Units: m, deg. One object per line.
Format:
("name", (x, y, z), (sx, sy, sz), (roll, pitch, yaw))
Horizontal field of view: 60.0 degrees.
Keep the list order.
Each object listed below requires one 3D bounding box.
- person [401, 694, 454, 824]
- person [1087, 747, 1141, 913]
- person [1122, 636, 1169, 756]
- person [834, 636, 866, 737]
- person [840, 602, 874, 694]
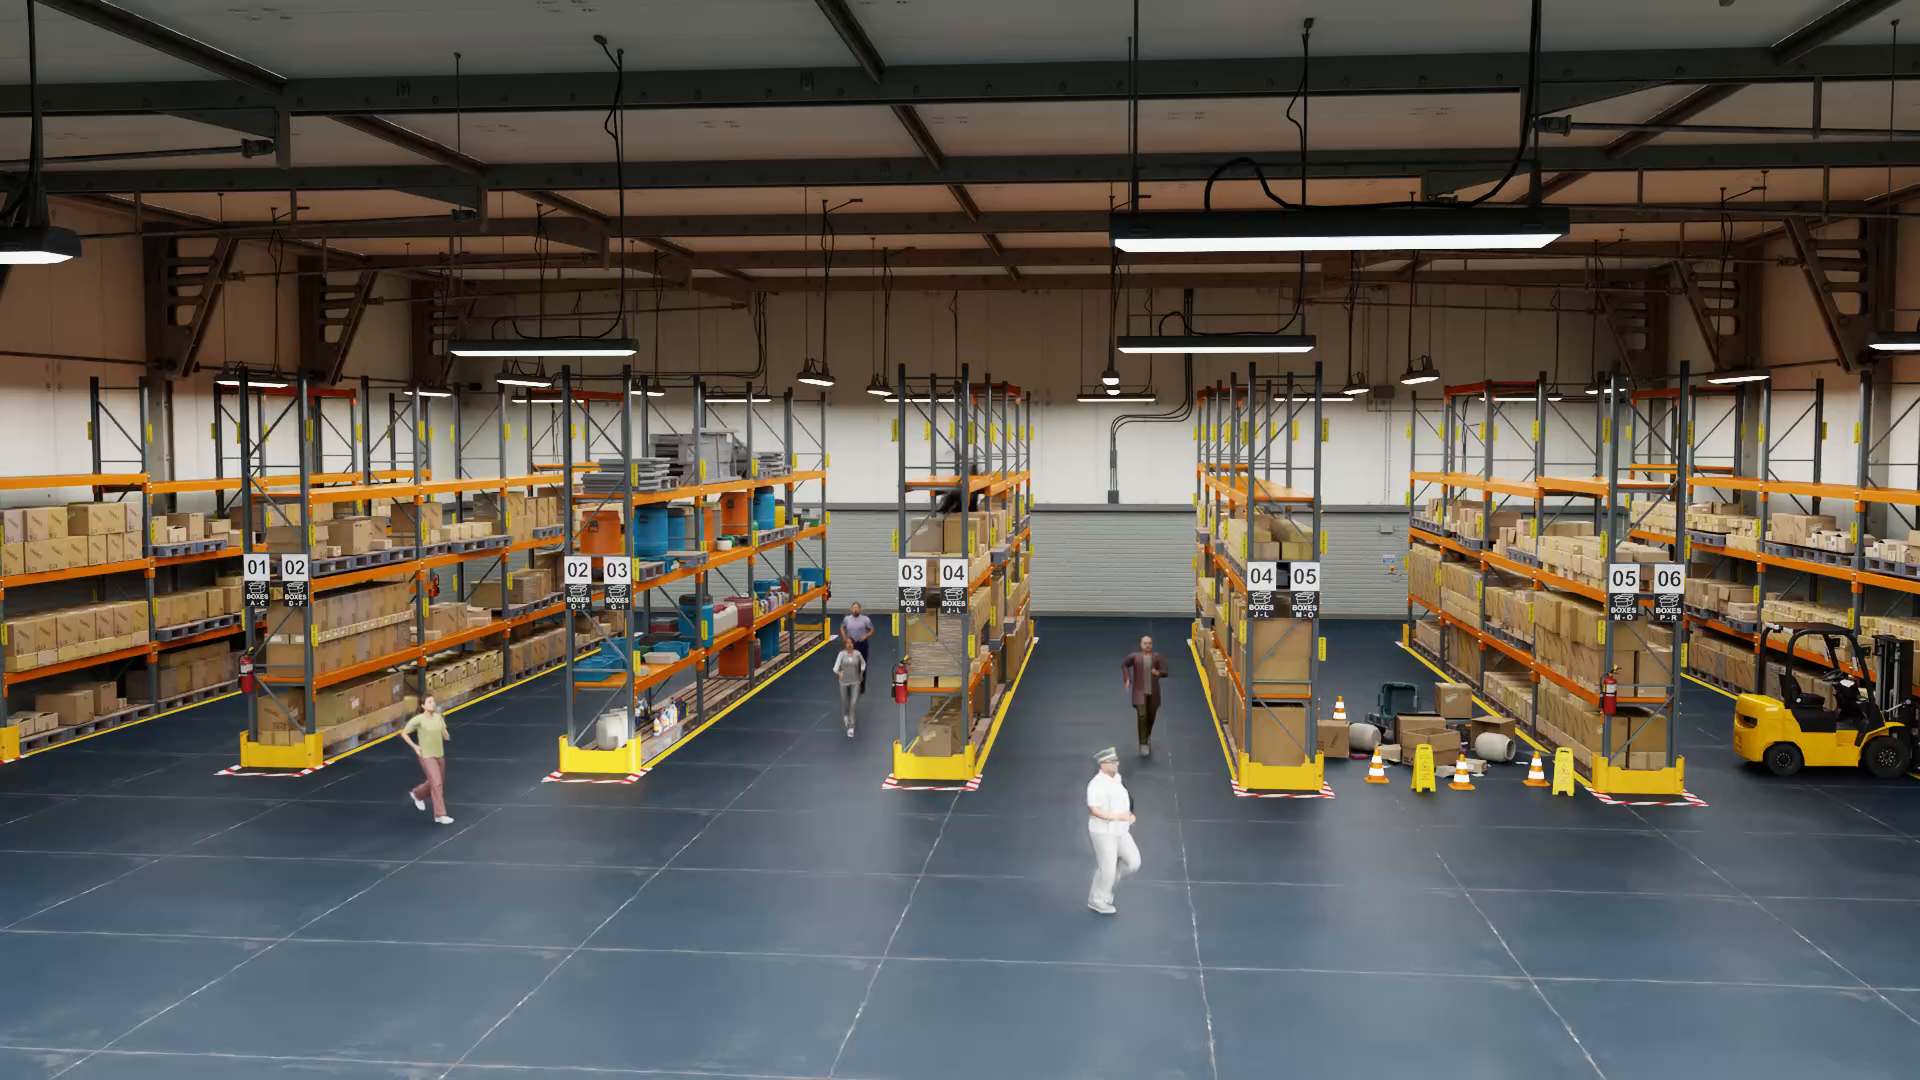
("person", (-6.843, 2.795, 21.437), (0.894, 1.643, 0.589), (2, 4, 34))
("person", (1.607, 3.019, 17.303), (0.602, 1.738, 0.652), (3, 5, 38))
("person", (2.923, 2.432, 26.107), (0.690, 1.753, 1.008), (0, 4, -5))
("person", (-1.798, 2.377, 27.201), (0.538, 1.572, 0.808), (0, 4, -6))
("person", (-1.866, 1.966, 30.045), (0.617, 1.694, 0.801), (0, 4, -2))
